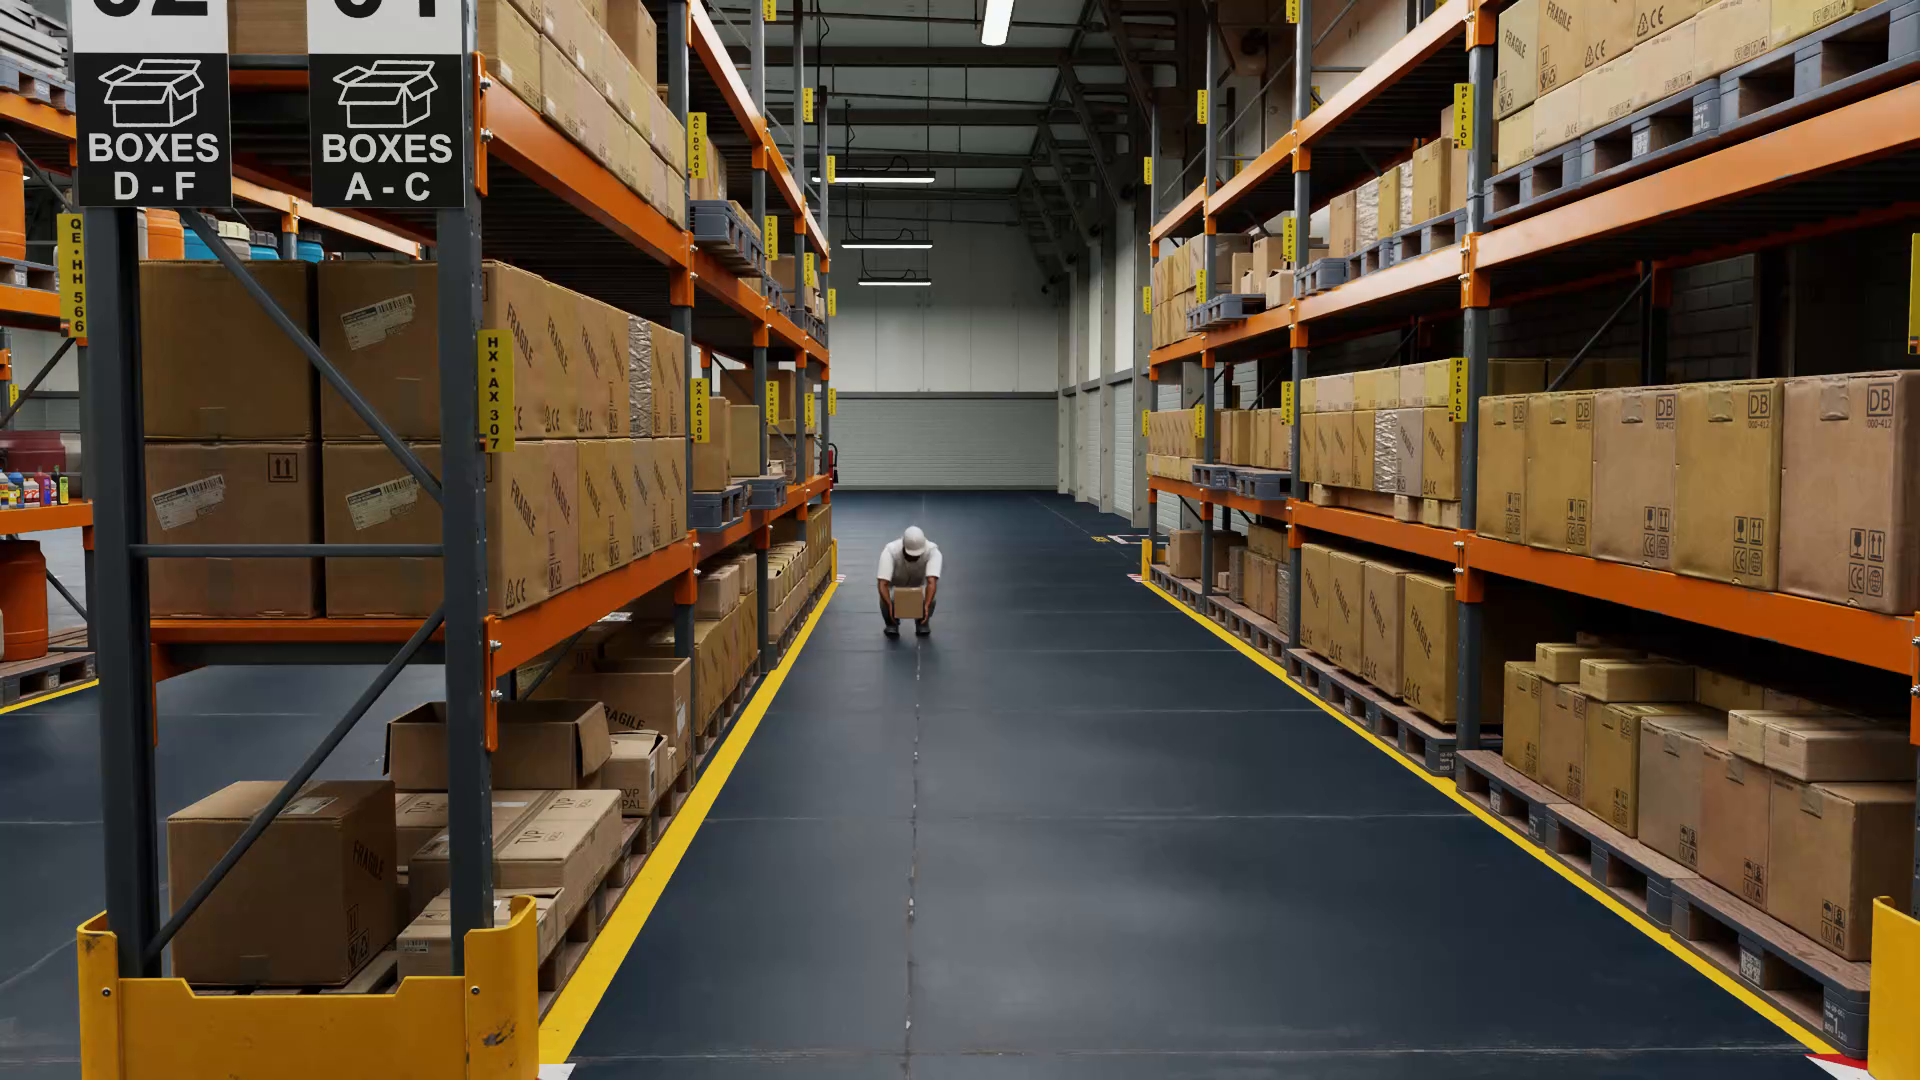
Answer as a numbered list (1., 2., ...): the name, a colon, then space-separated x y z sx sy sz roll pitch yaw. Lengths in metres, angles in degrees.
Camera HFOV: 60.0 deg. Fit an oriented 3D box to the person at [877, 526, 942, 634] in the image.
1. person: -0.453 0.364 14.965 0.580 0.996 0.885 0 4 -1
